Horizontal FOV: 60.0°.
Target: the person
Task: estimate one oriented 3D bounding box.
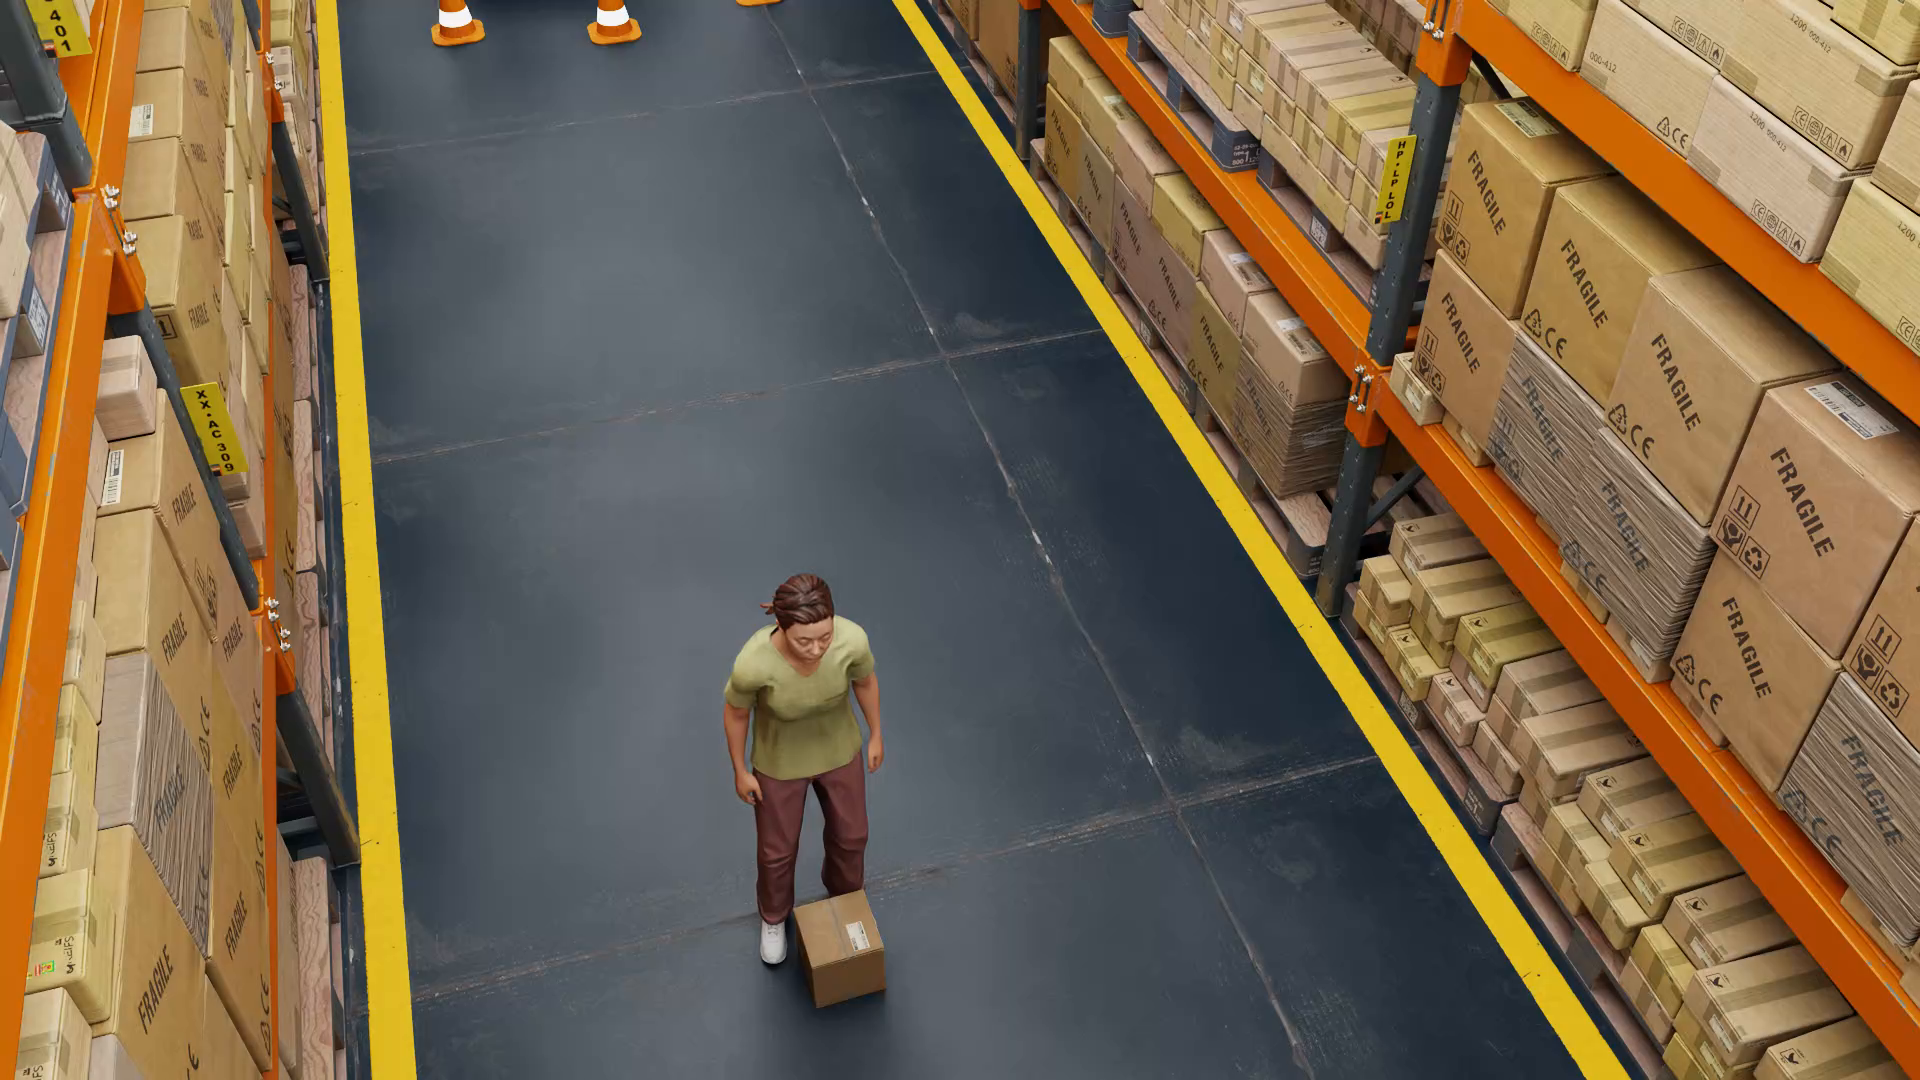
[{"bbox_3d":[-0.487,0.715,5.378,0.513,1.673,0.355,-13,44,-14],"label":"person"}]
